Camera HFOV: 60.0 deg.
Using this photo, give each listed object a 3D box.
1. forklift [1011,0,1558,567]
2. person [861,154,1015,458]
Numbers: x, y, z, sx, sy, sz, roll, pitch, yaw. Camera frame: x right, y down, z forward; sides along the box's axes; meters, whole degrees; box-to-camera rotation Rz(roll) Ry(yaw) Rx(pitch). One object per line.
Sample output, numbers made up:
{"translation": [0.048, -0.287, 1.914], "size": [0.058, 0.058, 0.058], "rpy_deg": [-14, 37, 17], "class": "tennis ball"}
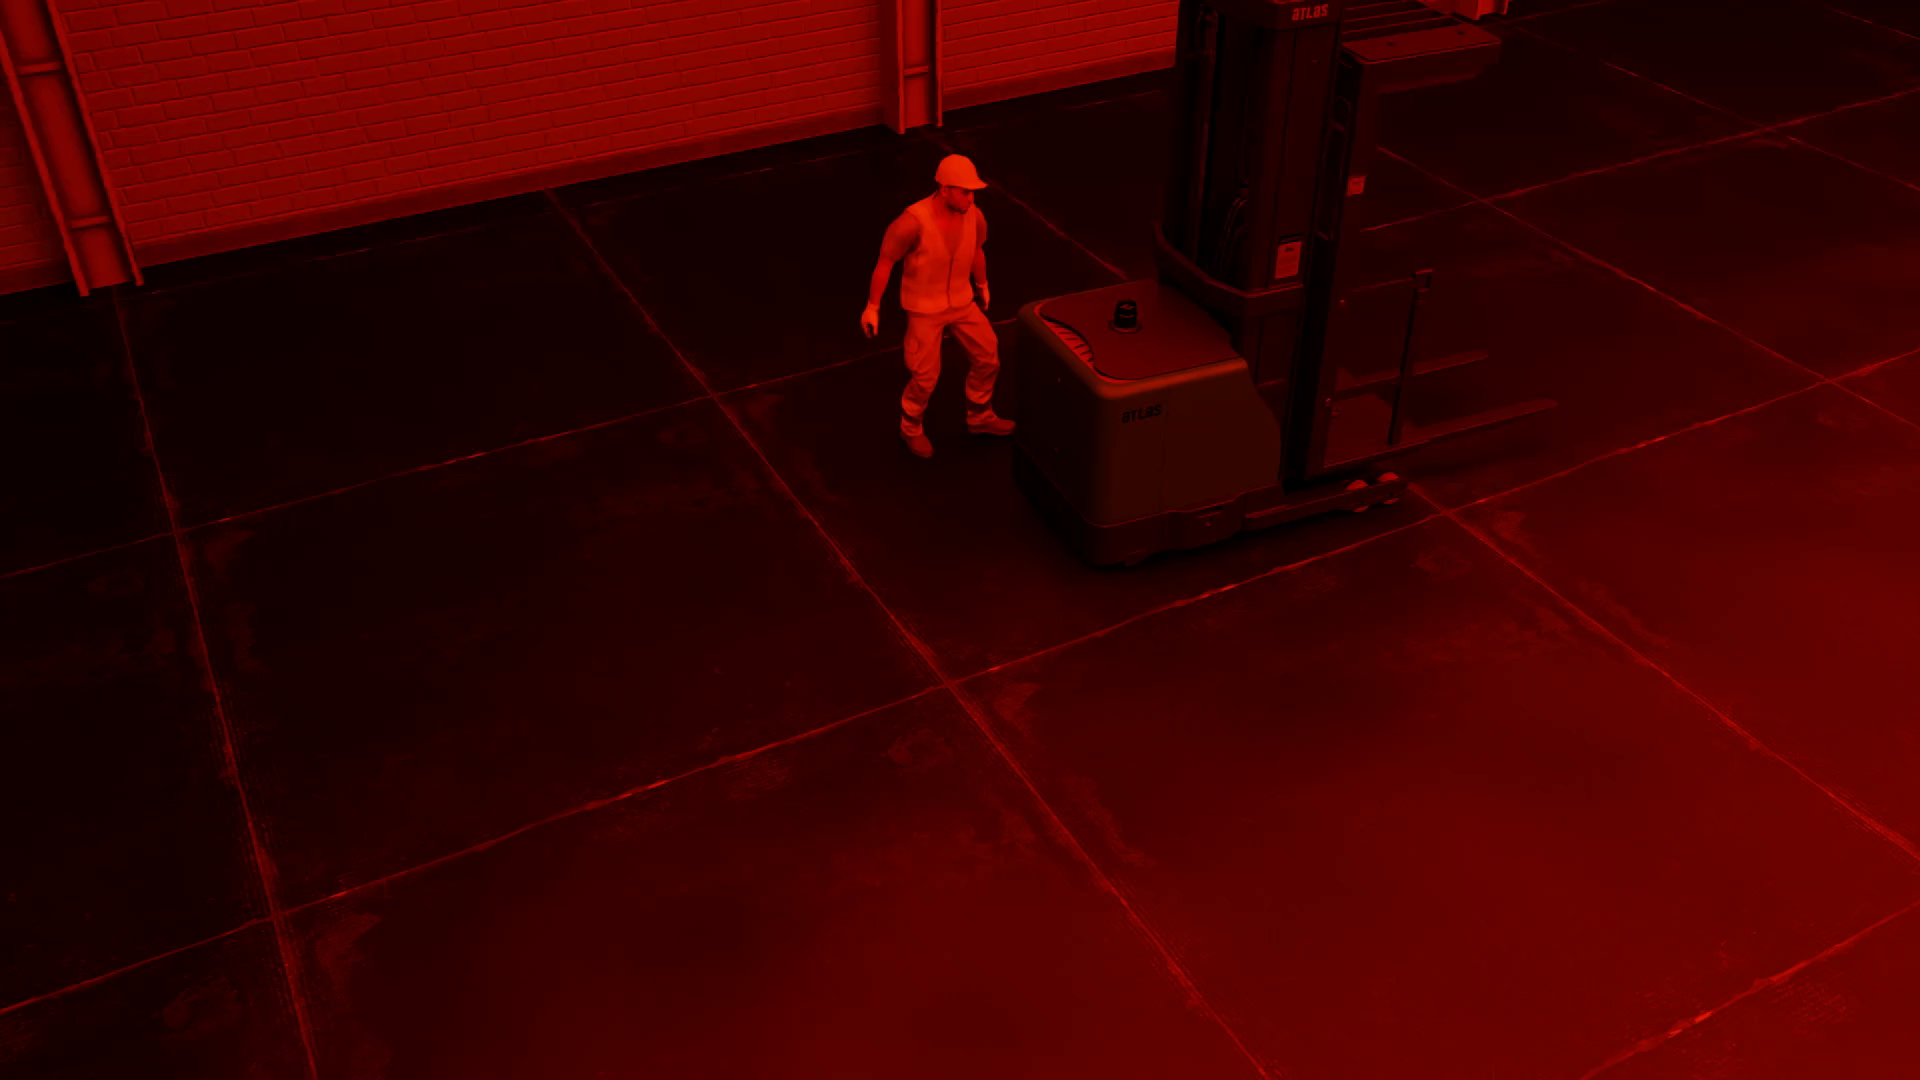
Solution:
{"translation": [1.845, -1.613, 8.404], "size": [3.031, 2.935, 1.130], "rpy_deg": [-14, 38, -19], "class": "forklift"}
{"translation": [-0.088, -1.244, 8.926], "size": [0.879, 1.749, 0.454], "rpy_deg": [-19, 39, -24], "class": "person"}
